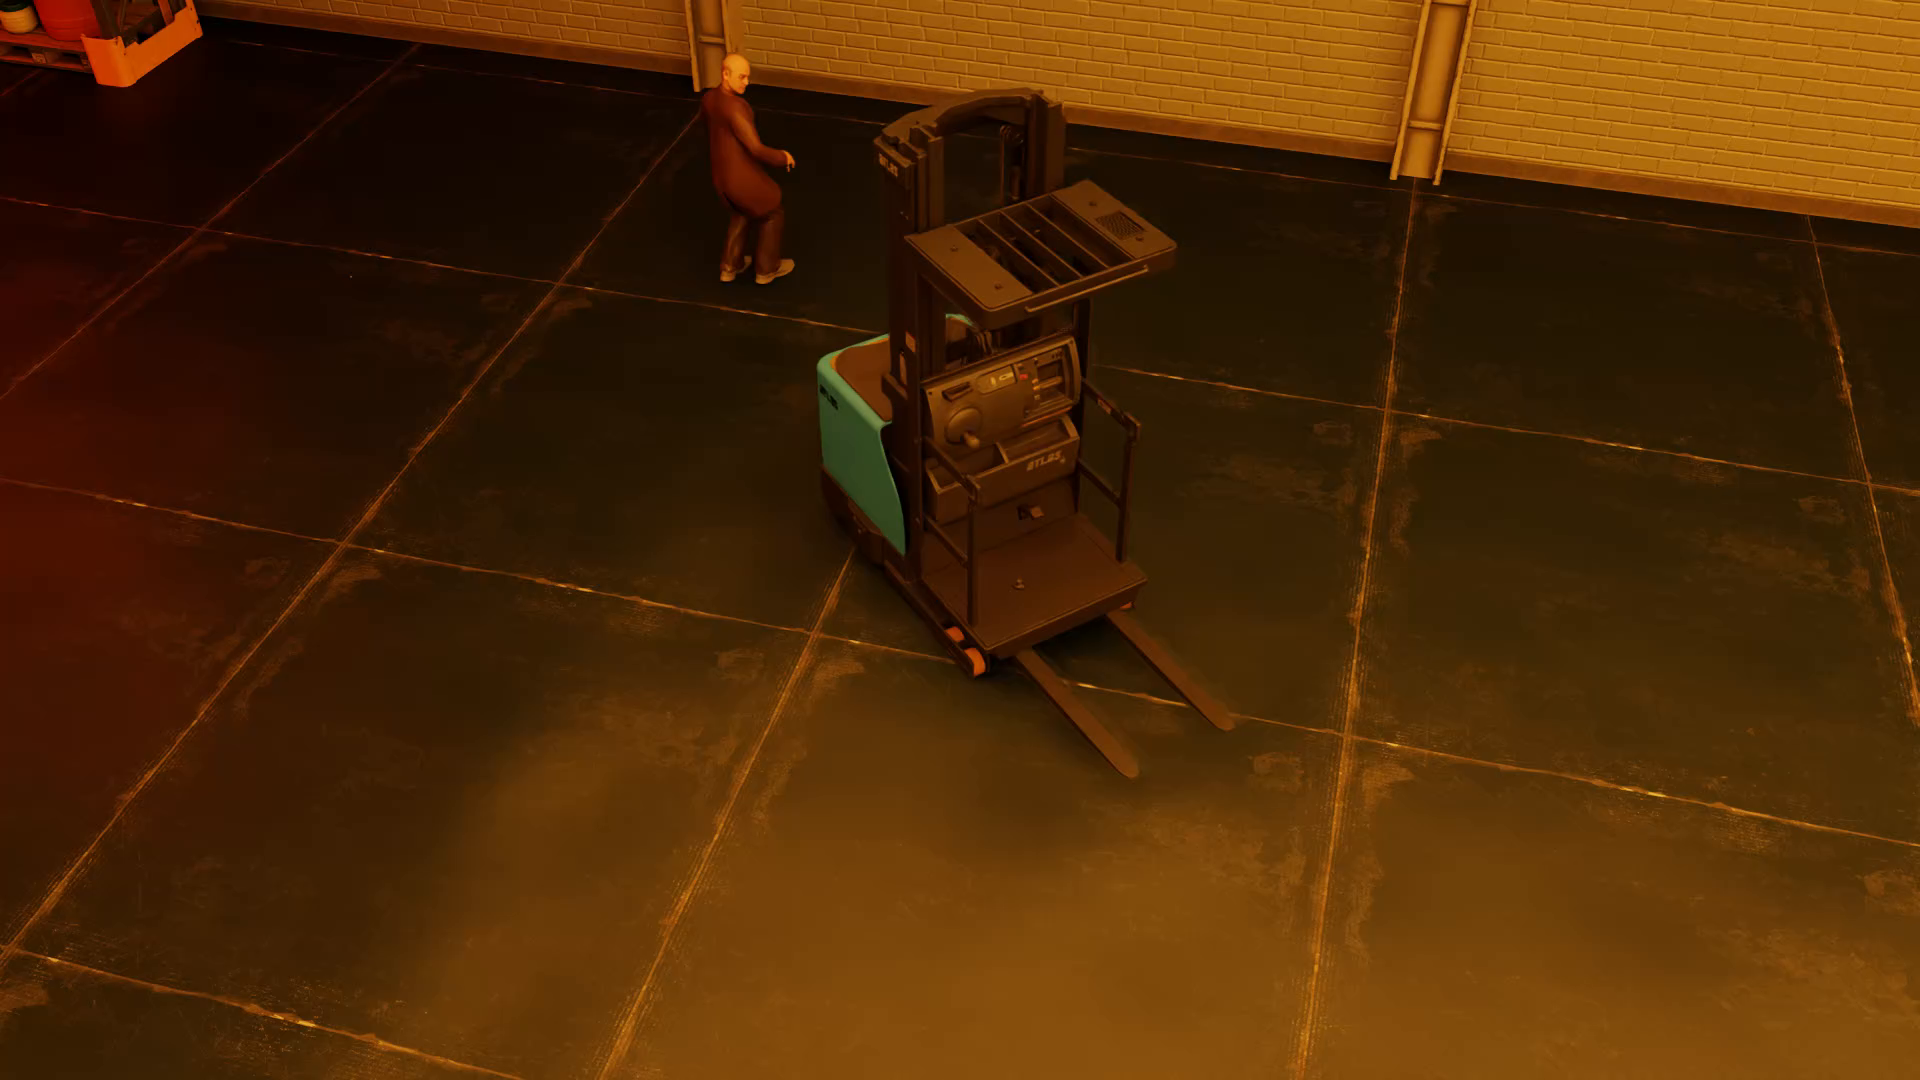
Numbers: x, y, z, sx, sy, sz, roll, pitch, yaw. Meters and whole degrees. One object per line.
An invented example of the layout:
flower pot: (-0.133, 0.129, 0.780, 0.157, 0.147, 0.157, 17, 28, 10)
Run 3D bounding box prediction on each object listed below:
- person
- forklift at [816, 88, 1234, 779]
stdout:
person: (-1.514, -2.617, 11.790, 0.551, 1.728, 0.825, -30, 50, -30)
forklift: (0.348, -0.697, 8.656, 1.130, 2.935, 3.031, -22, 46, -23)
